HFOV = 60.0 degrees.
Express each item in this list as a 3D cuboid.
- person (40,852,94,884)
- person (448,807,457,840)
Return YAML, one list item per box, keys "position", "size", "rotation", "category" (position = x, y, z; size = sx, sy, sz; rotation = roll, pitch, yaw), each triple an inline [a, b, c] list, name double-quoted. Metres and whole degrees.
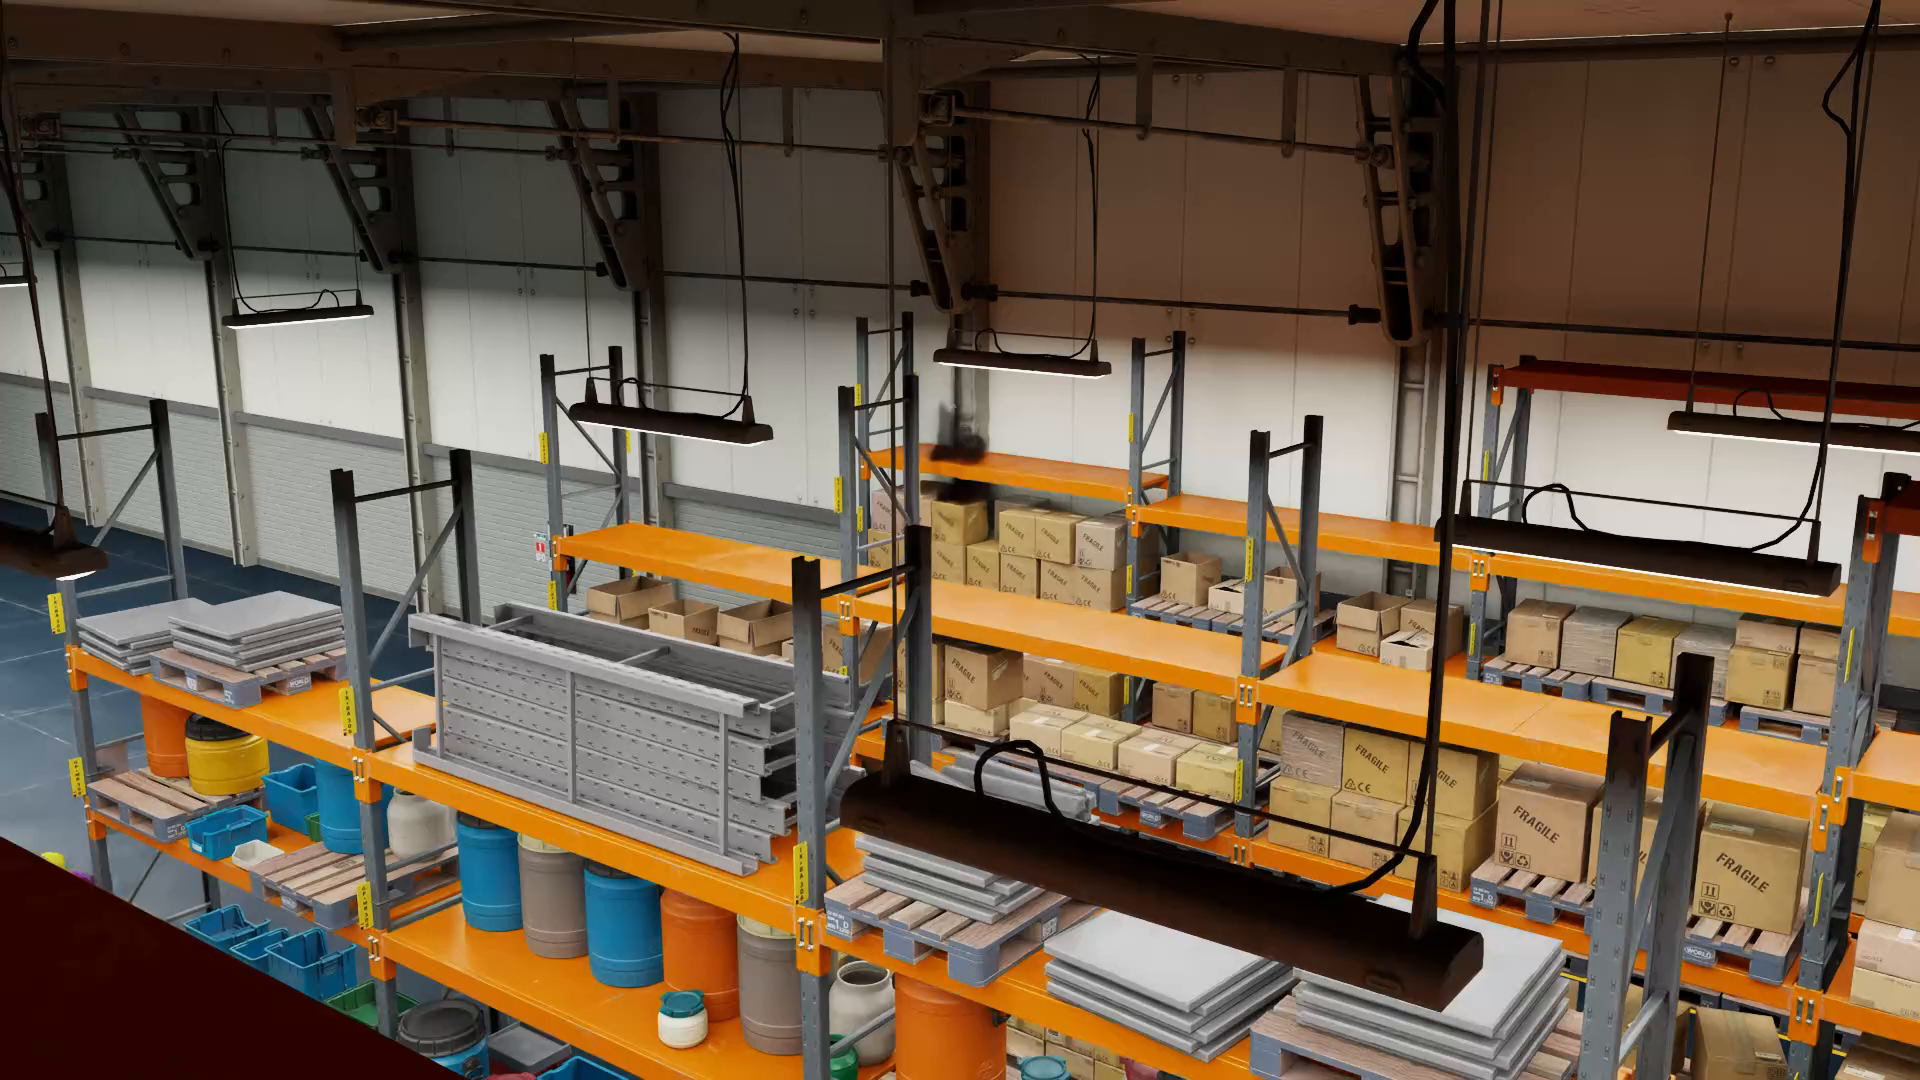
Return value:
- position: [-8.295, 3.717, 15.397]
  size: [0.670, 1.792, 0.700]
  rotation: [-7, 15, -26]
  category: "person"
- position: [-5.750, 2.872, 19.048]
  size: [0.709, 1.773, 0.688]
  rotation: [-5, 14, -21]
  category: "person"
